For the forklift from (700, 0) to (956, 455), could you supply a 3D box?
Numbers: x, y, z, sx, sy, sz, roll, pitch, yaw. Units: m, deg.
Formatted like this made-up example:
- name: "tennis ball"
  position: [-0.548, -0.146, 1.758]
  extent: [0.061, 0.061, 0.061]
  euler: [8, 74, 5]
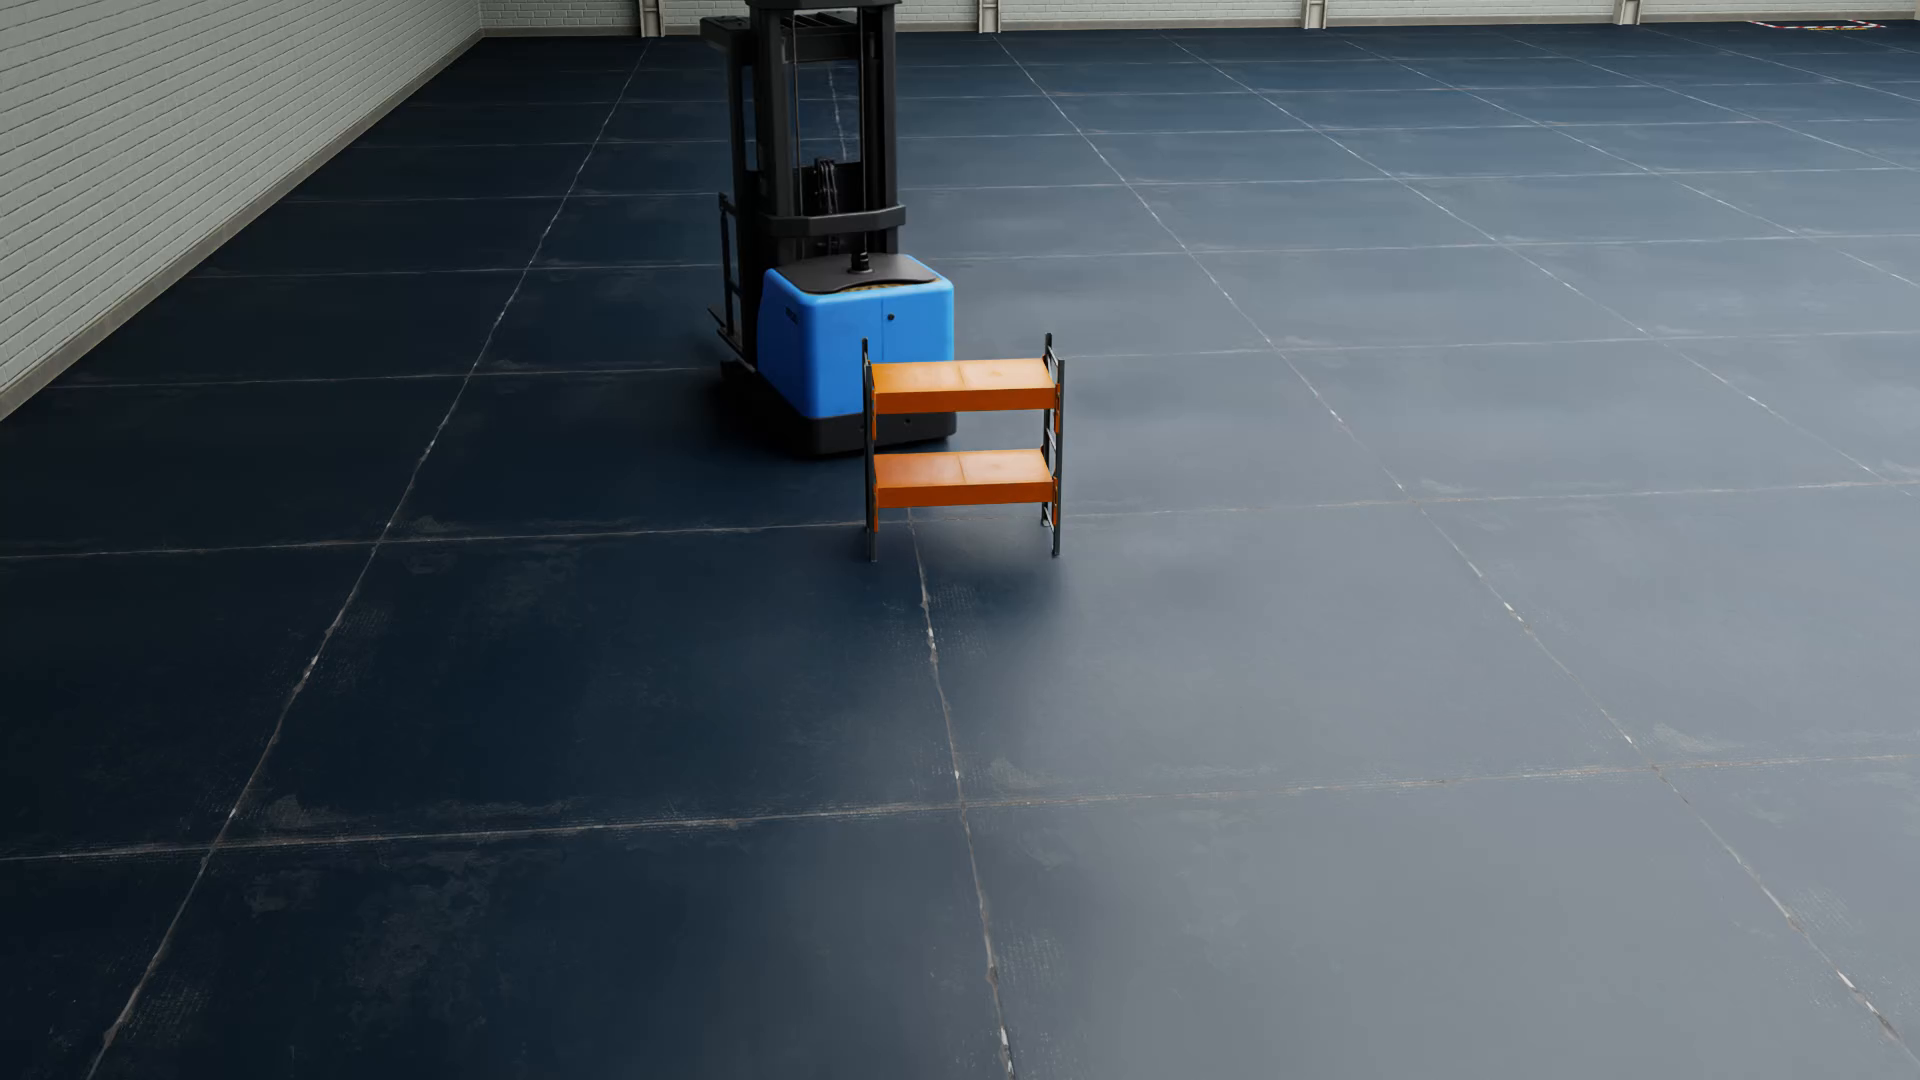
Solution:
- name: "forklift"
  position: [-1.062, -2.441, 11.271]
  extent: [1.130, 2.935, 3.031]
  euler: [-10, 26, -21]

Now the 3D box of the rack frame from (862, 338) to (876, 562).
- name: "rack frame"
  position: [-0.499, -0.494, 9.113]
  extent: [0.032, 1.125, 0.500]
  euler: [-2, 24, -5]

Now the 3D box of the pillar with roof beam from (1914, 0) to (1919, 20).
- name: "pillar with roof beam"
  position: [18.859, -12.284, 25.943]
  extent: [0.400, 9.000, 9.100]
  euler: [-2, 24, -5]

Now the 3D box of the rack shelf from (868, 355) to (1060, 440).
- name: "rack shelf"
  position: [0.007, -0.782, 9.040]
  extent: [1.000, 0.278, 0.538]
  euler: [-2, 24, -5]

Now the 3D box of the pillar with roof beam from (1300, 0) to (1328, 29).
- name: "pillar with roof beam"
  position: [6.917, -11.804, 24.865]
  extent: [0.400, 9.000, 9.100]
  euler: [-2, 24, -5]

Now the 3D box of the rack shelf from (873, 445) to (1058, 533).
- name: "rack shelf"
  position: [0.007, -0.291, 9.258]
  extent: [1.000, 0.278, 0.538]
  euler: [-2, 24, -5]

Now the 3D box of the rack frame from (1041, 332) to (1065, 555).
- name: "rack frame"
  position: [0.513, -0.535, 9.204]
  extent: [0.032, 1.125, 0.500]
  euler: [-2, 24, -5]

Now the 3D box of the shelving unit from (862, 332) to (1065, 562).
- name: "shelving unit"
  position: [0.007, -0.514, 9.159]
  extent: [1.048, 1.125, 0.538]
  euler: [-2, 24, -5]

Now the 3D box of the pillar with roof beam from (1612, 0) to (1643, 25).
- name: "pillar with roof beam"
  position: [12.888, -12.044, 25.404]
  extent: [0.400, 9.000, 9.100]
  euler: [-2, 24, -5]

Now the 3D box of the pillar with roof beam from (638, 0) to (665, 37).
- name: "pillar with roof beam"
  position: [-5.025, -11.325, 23.788]
  extent: [0.400, 9.000, 9.100]
  euler: [-2, 24, -5]

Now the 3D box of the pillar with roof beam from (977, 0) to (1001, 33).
- name: "pillar with roof beam"
  position: [0.946, -11.565, 24.326]
  extent: [0.400, 9.000, 9.100]
  euler: [-2, 24, -5]
